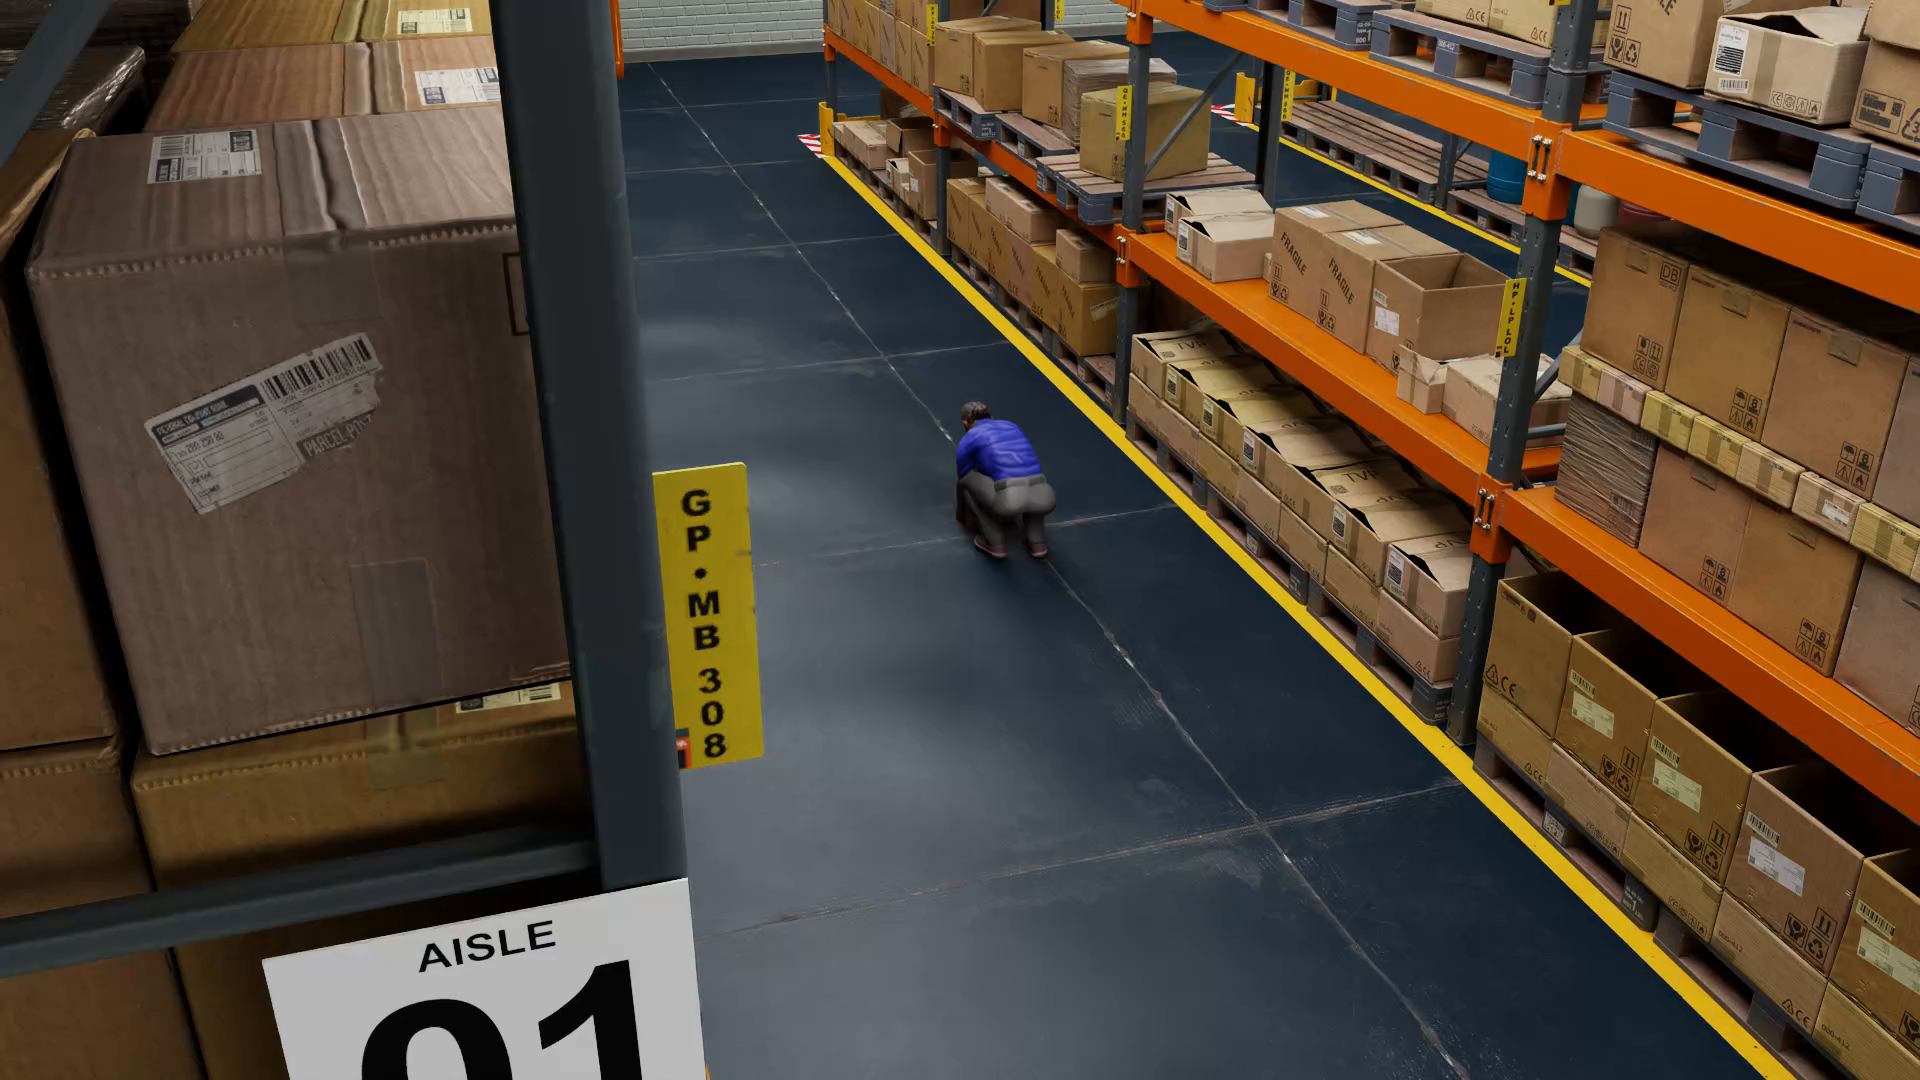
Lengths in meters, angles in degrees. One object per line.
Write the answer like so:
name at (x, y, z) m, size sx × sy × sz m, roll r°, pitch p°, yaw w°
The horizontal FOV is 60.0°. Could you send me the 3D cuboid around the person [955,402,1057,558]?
person at (0.240, -0.302, 9.328) m, size 0.463 × 0.811 × 0.832 m, roll -9°, pitch 28°, yaw -17°
